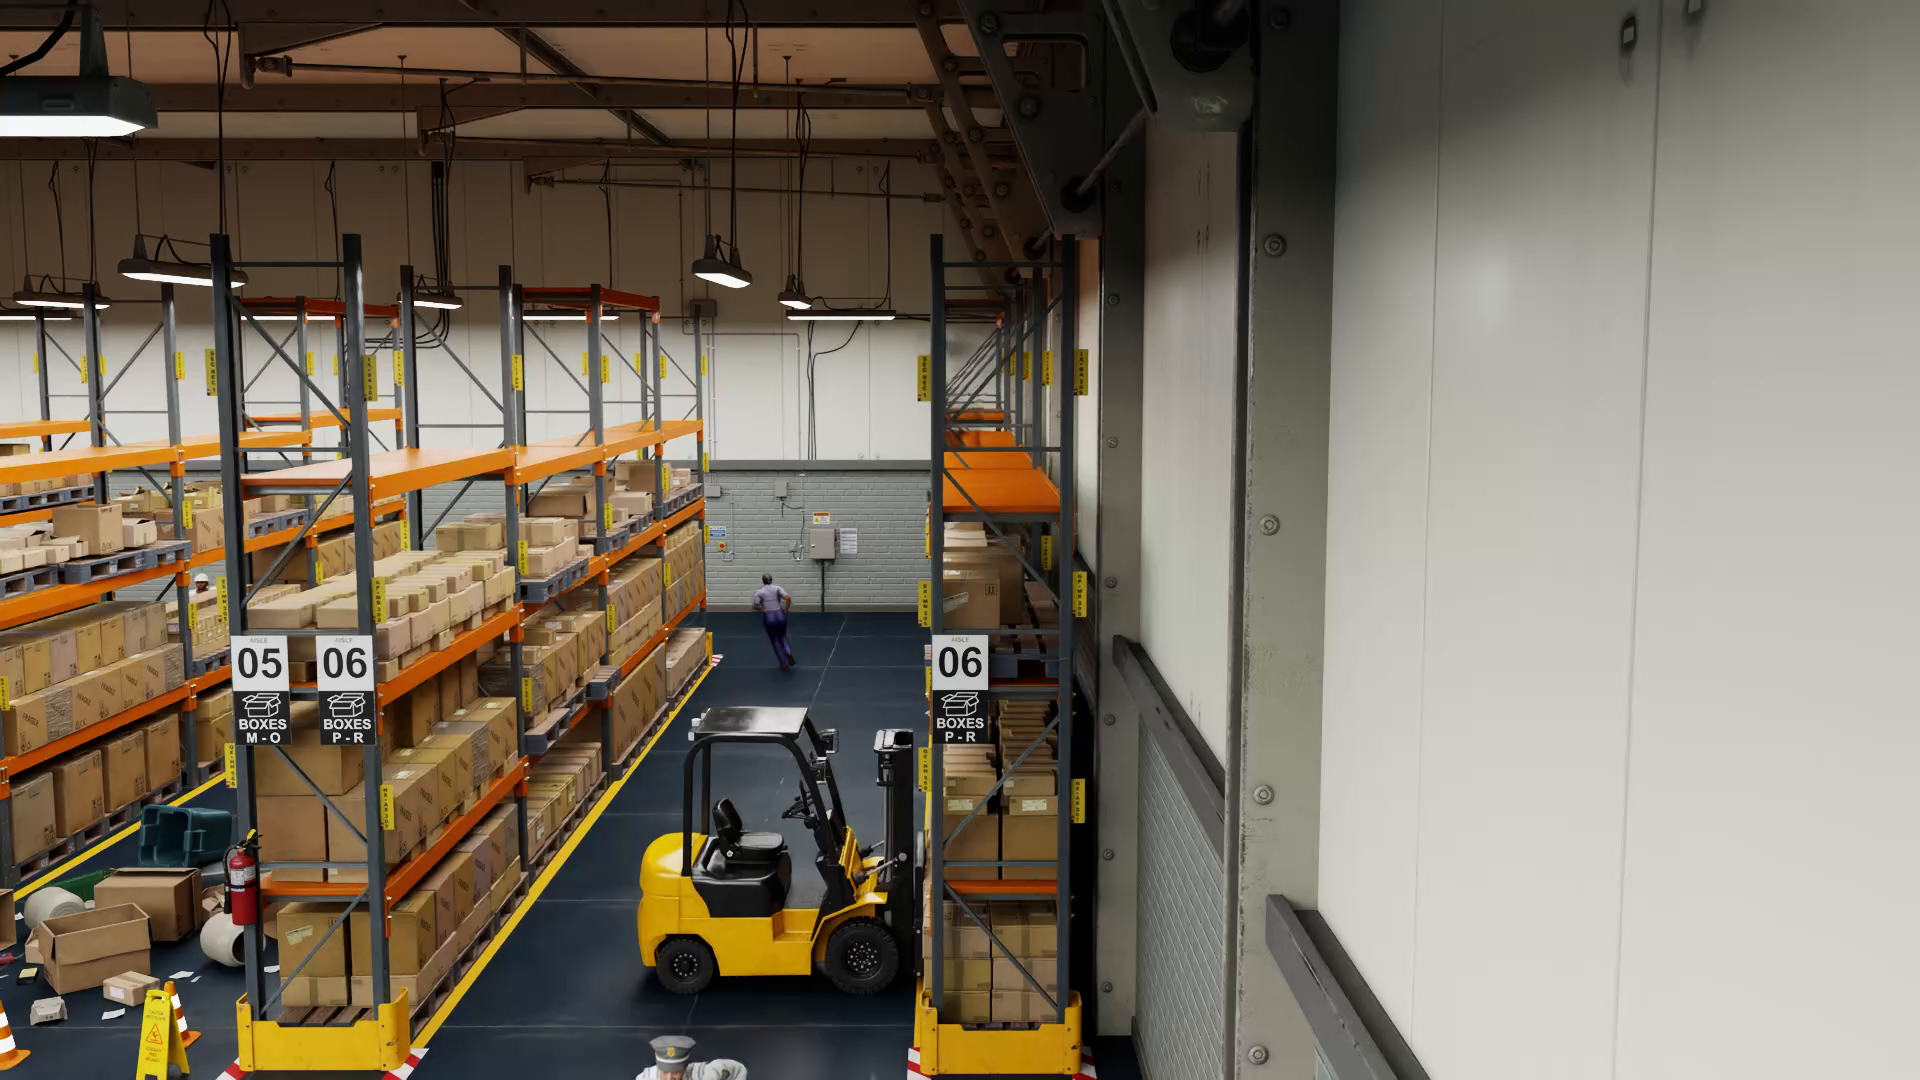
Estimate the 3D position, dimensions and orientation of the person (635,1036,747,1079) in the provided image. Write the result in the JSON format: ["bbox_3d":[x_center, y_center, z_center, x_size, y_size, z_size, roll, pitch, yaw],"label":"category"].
[{"bbox_3d":[-1.497,3.397,9.222,0.658,1.623,0.959,0,6,0],"label":"person"}]

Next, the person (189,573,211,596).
[{"bbox_3d":[-11.999,1.384,26.456,0.687,1.751,0.887,-1,6,-12],"label":"person"}]

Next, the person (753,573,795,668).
[{"bbox_3d":[-3.077,1.334,27.581,0.690,1.589,0.624,-2,7,-18],"label":"person"}]
